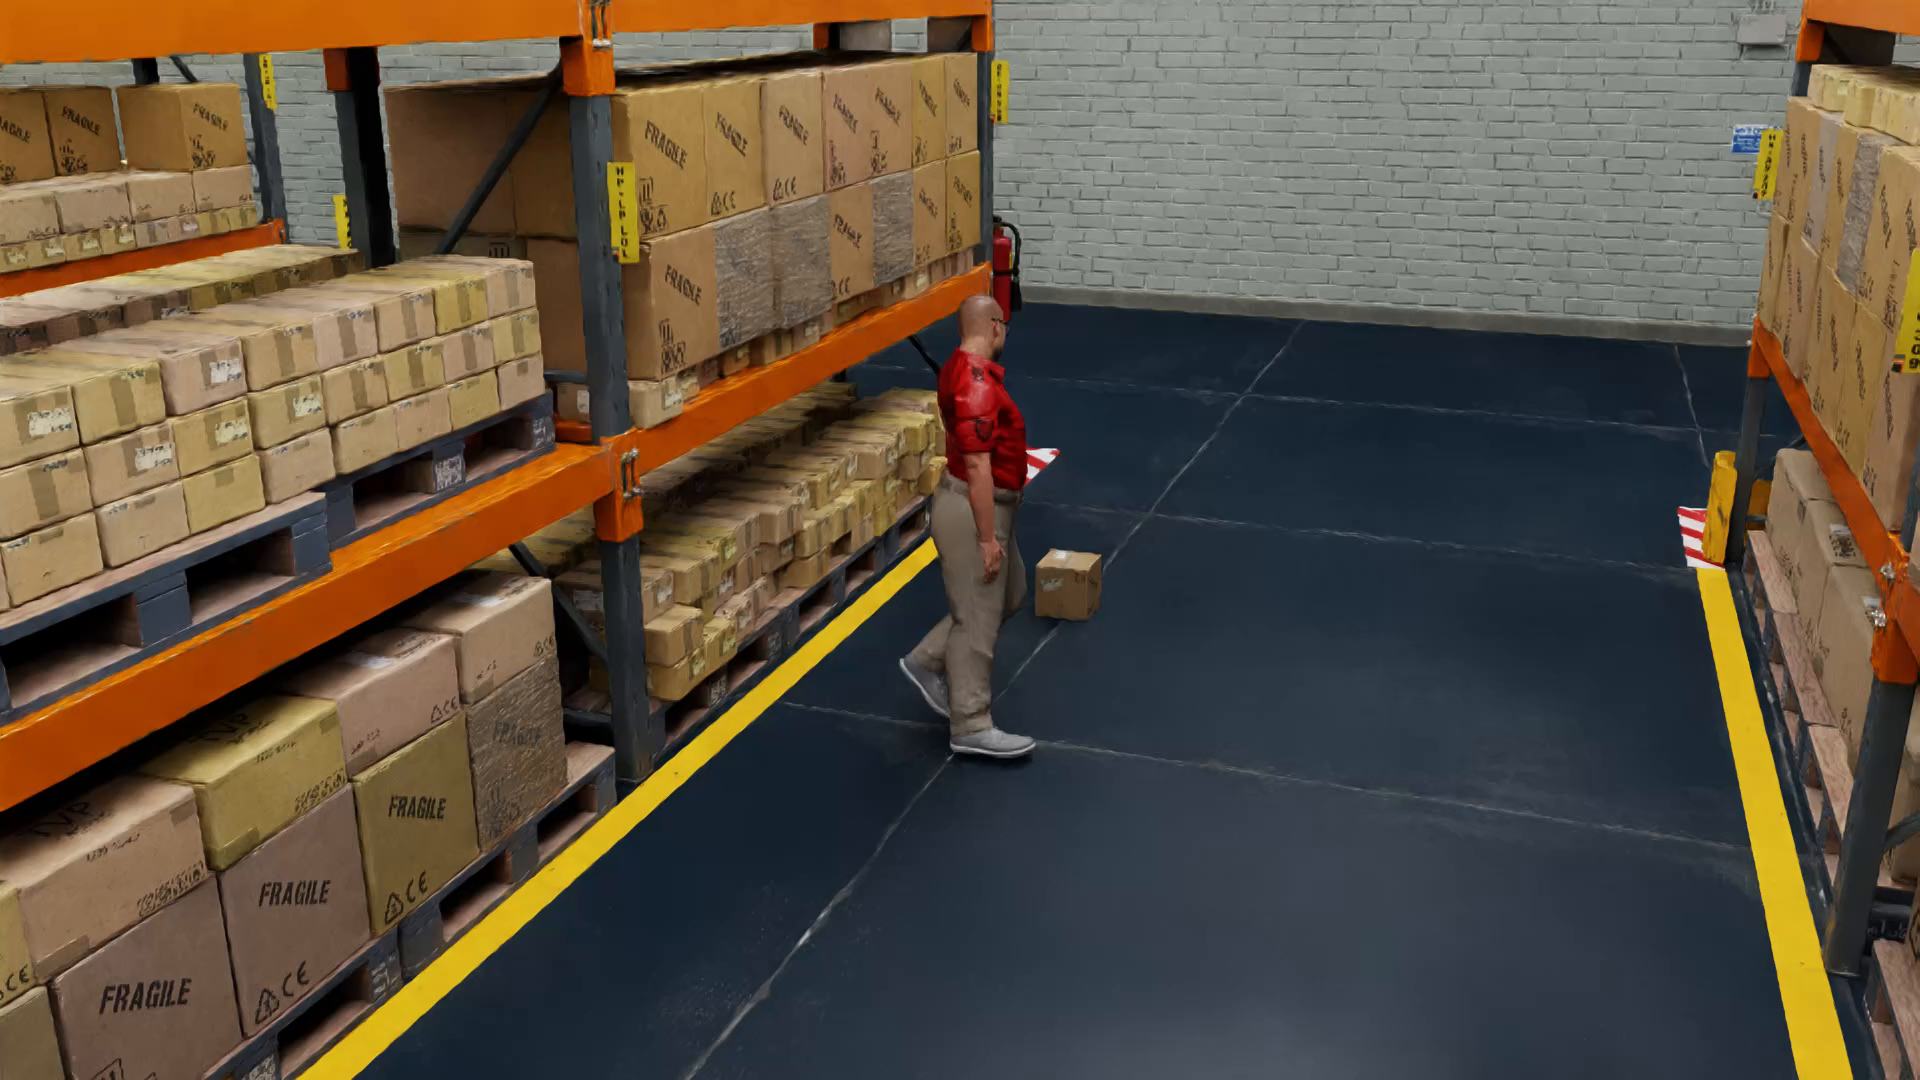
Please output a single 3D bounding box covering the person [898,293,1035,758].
[{"bbox_3d":[0.034,-0.070,6.273,0.486,1.704,0.630,-2,19,-5],"label":"person"}]
